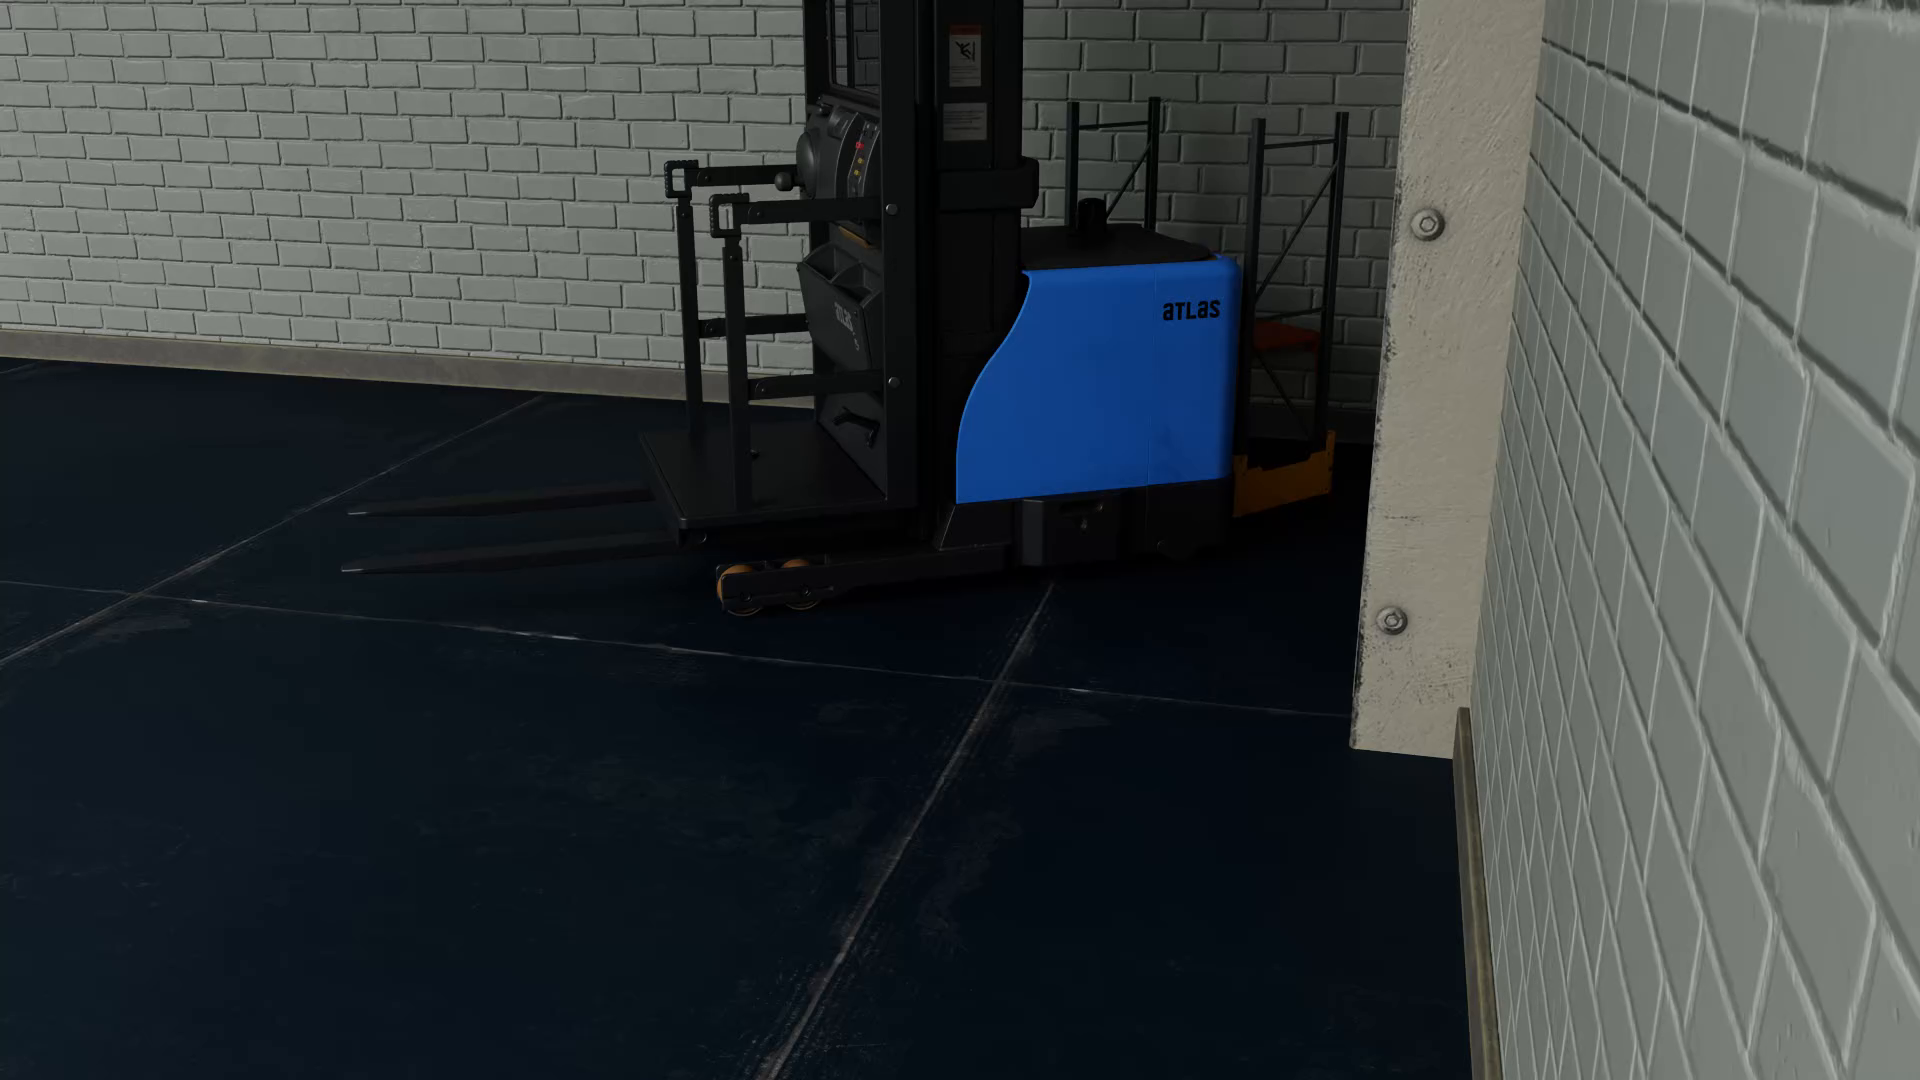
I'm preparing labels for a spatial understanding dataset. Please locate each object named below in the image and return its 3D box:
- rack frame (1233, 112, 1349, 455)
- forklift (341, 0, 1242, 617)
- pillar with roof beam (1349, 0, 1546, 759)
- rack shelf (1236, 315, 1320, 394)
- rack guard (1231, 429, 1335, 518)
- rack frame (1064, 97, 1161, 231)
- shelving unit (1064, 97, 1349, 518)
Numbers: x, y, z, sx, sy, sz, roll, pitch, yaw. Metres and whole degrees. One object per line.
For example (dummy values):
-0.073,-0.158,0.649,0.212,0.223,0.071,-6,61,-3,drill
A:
1.261,-0.860,6.385,0.500,1.500,0.032,-14,23,-35,rack frame
-0.594,-1.327,5.538,3.031,2.935,1.130,-6,20,-16,forklift
-2.916,-4.082,4.217,9.100,9.000,0.400,5,19,13,pillar with roof beam
0.952,-0.820,6.824,0.538,0.185,1.000,-14,23,-35,rack shelf
1.261,-0.269,6.588,0.587,0.250,0.087,-14,23,-35,rack guard
0.642,-1.121,7.148,0.500,1.500,0.032,-14,23,-35,rack frame
0.957,-0.988,6.760,0.587,1.500,1.083,-14,23,-35,shelving unit
